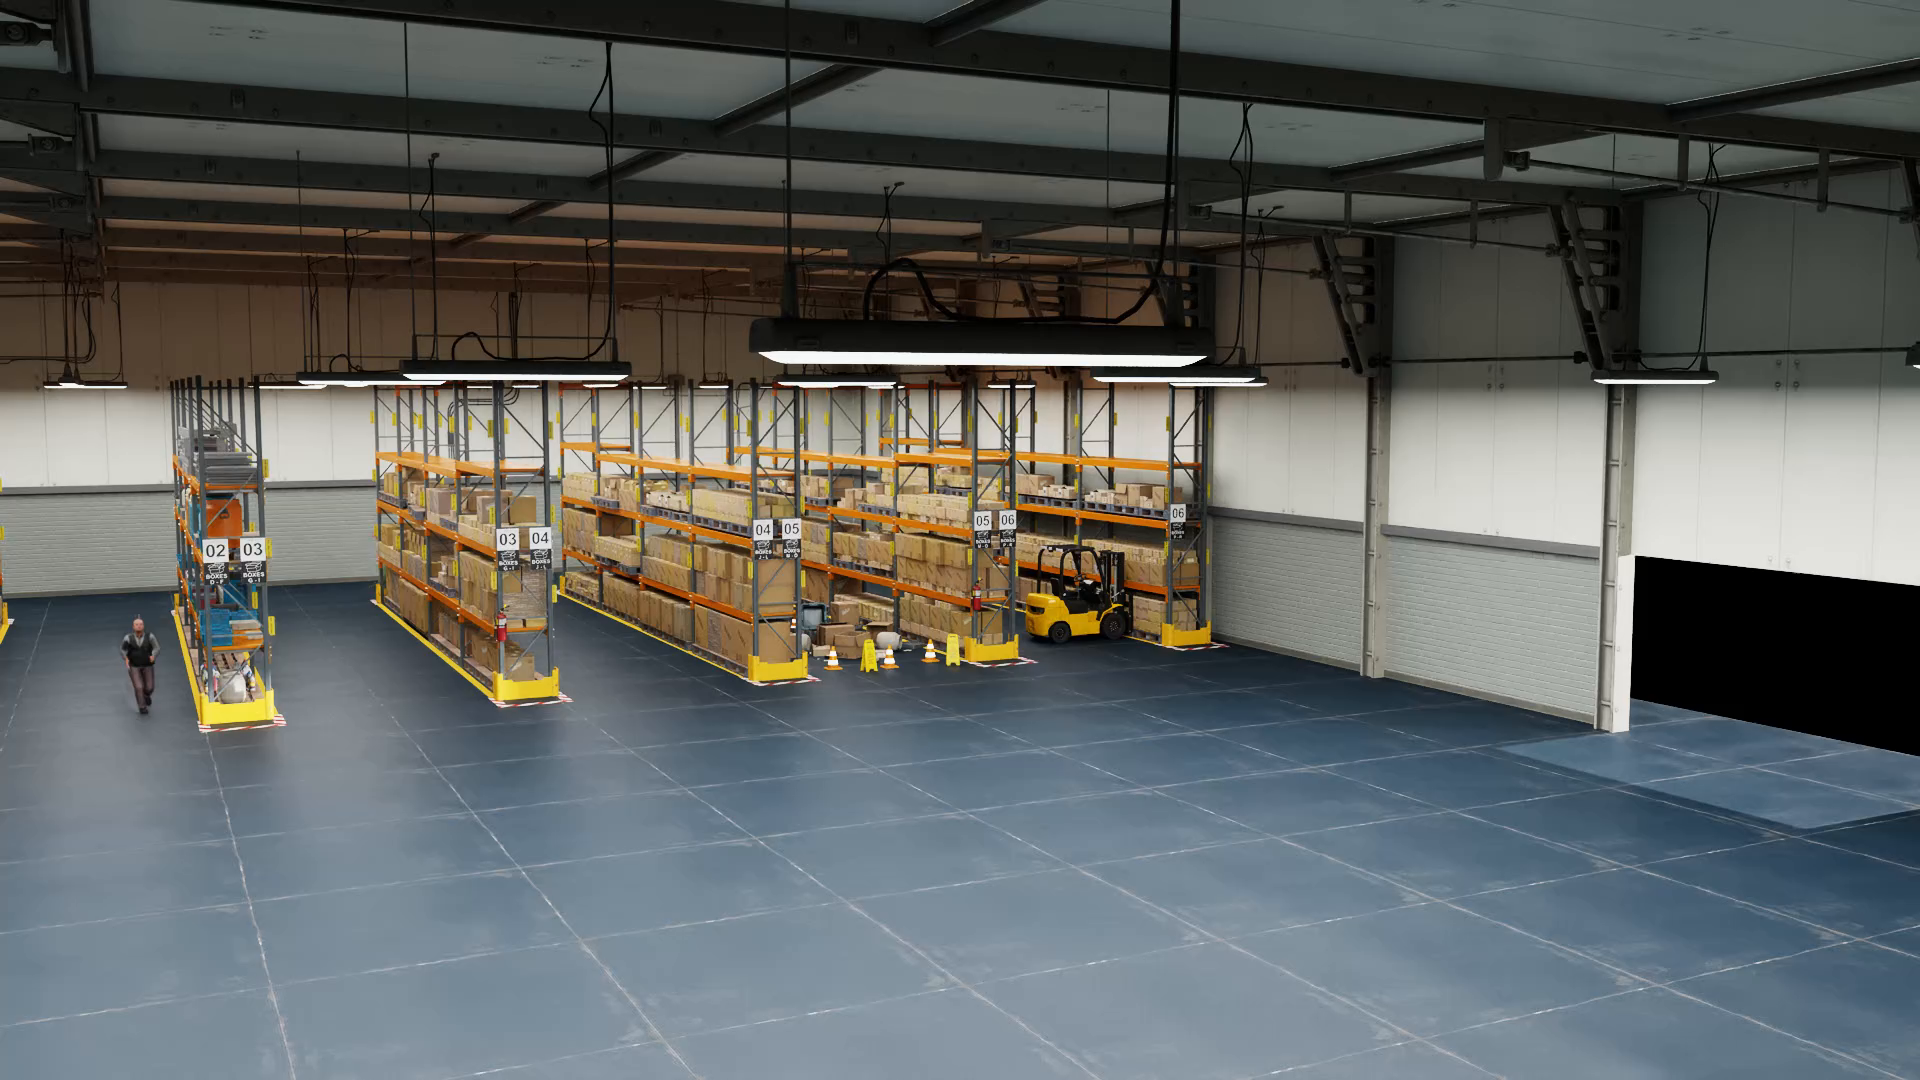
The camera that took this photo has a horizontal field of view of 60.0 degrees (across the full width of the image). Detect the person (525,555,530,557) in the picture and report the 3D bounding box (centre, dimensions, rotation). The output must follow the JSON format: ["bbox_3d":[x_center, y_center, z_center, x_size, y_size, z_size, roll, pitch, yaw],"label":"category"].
[{"bbox_3d":[-12.005,0.781,45.810,0.670,1.721,0.580,-2,5,-18],"label":"person"}]

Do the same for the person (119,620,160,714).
[{"bbox_3d":[-14.617,2.249,29.654,0.652,1.678,0.640,-3,6,-30],"label":"person"}]
